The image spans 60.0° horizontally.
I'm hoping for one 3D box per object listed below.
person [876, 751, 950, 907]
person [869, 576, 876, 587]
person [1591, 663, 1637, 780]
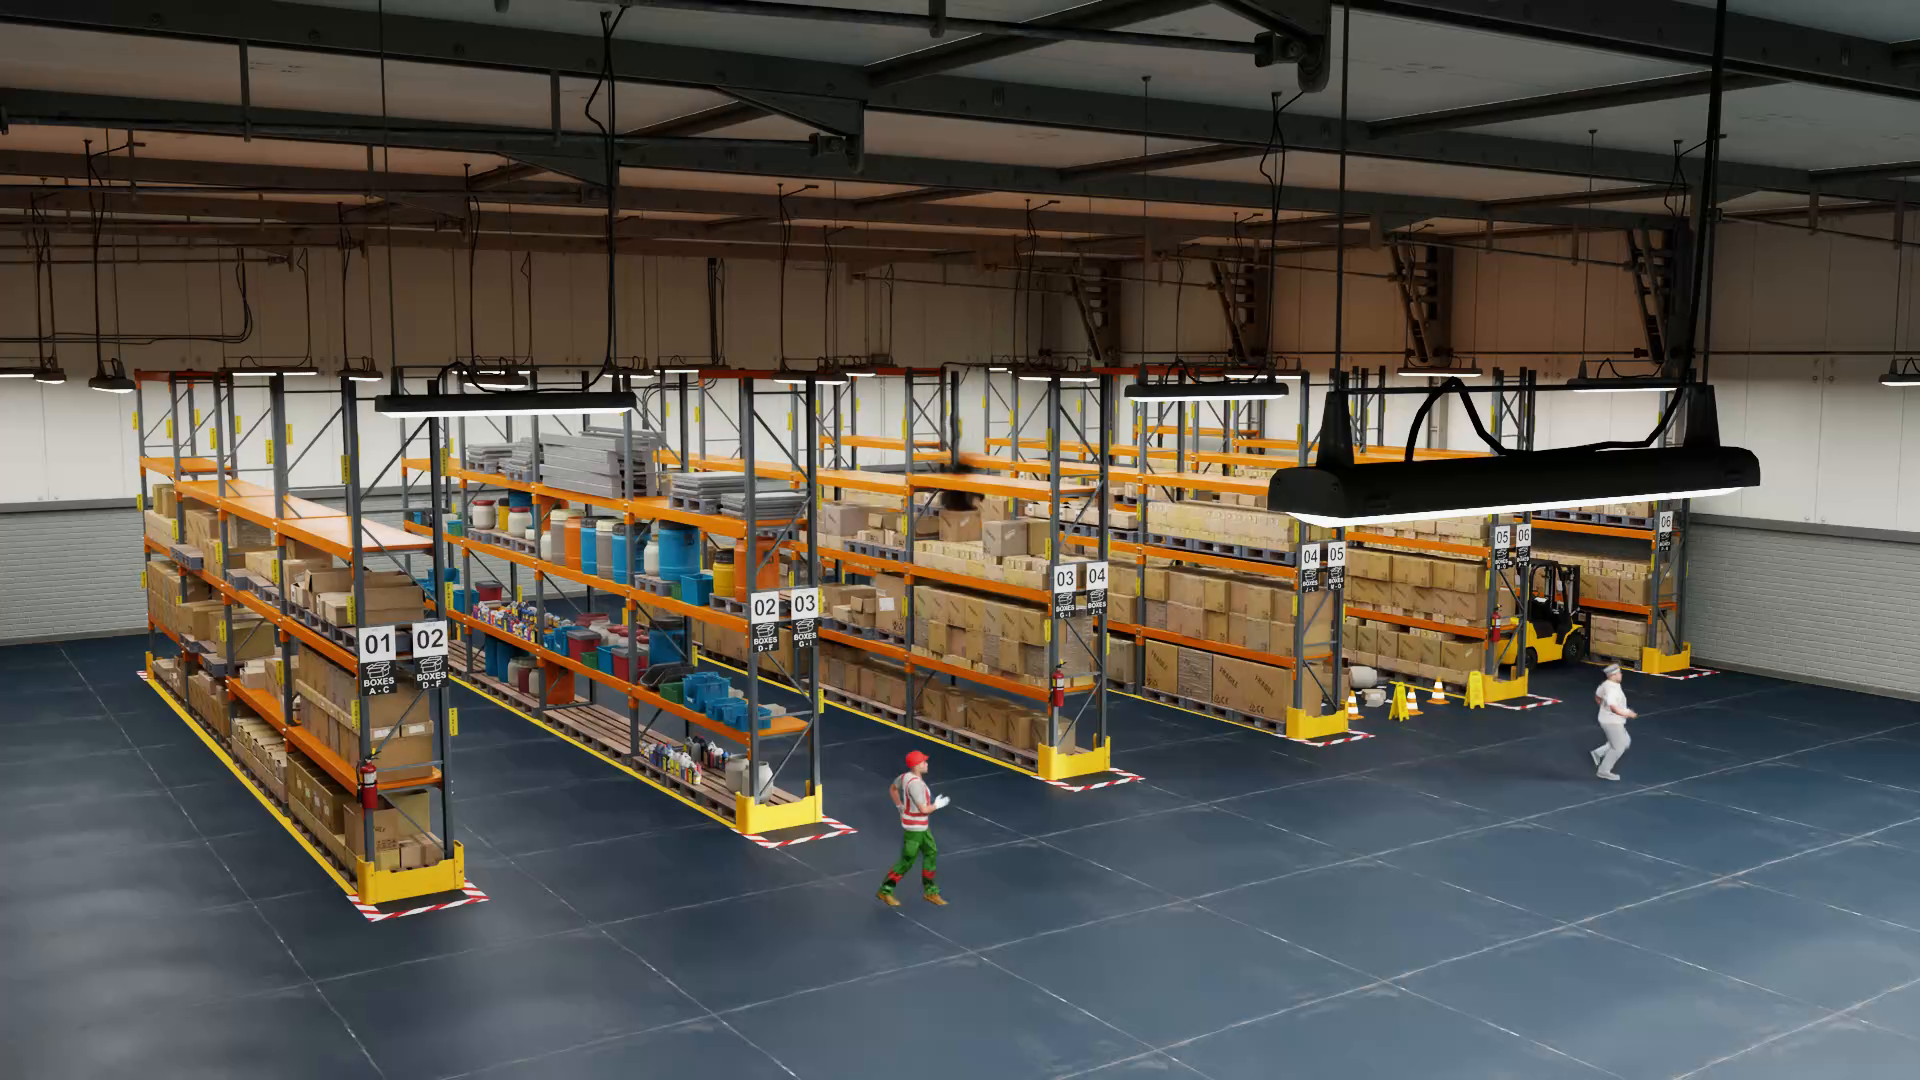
[{"bbox_3d":[-0.536,3.302,18.891,0.836,1.846,0.661,0,6,-3],"label":"person"},{"bbox_3d":[-2.115,0.688,42.802,0.683,1.685,0.622,-4,8,-33],"label":"person"},{"bbox_3d":[9.726,2.687,24.703,0.594,1.743,0.660,1,7,12],"label":"person"}]
